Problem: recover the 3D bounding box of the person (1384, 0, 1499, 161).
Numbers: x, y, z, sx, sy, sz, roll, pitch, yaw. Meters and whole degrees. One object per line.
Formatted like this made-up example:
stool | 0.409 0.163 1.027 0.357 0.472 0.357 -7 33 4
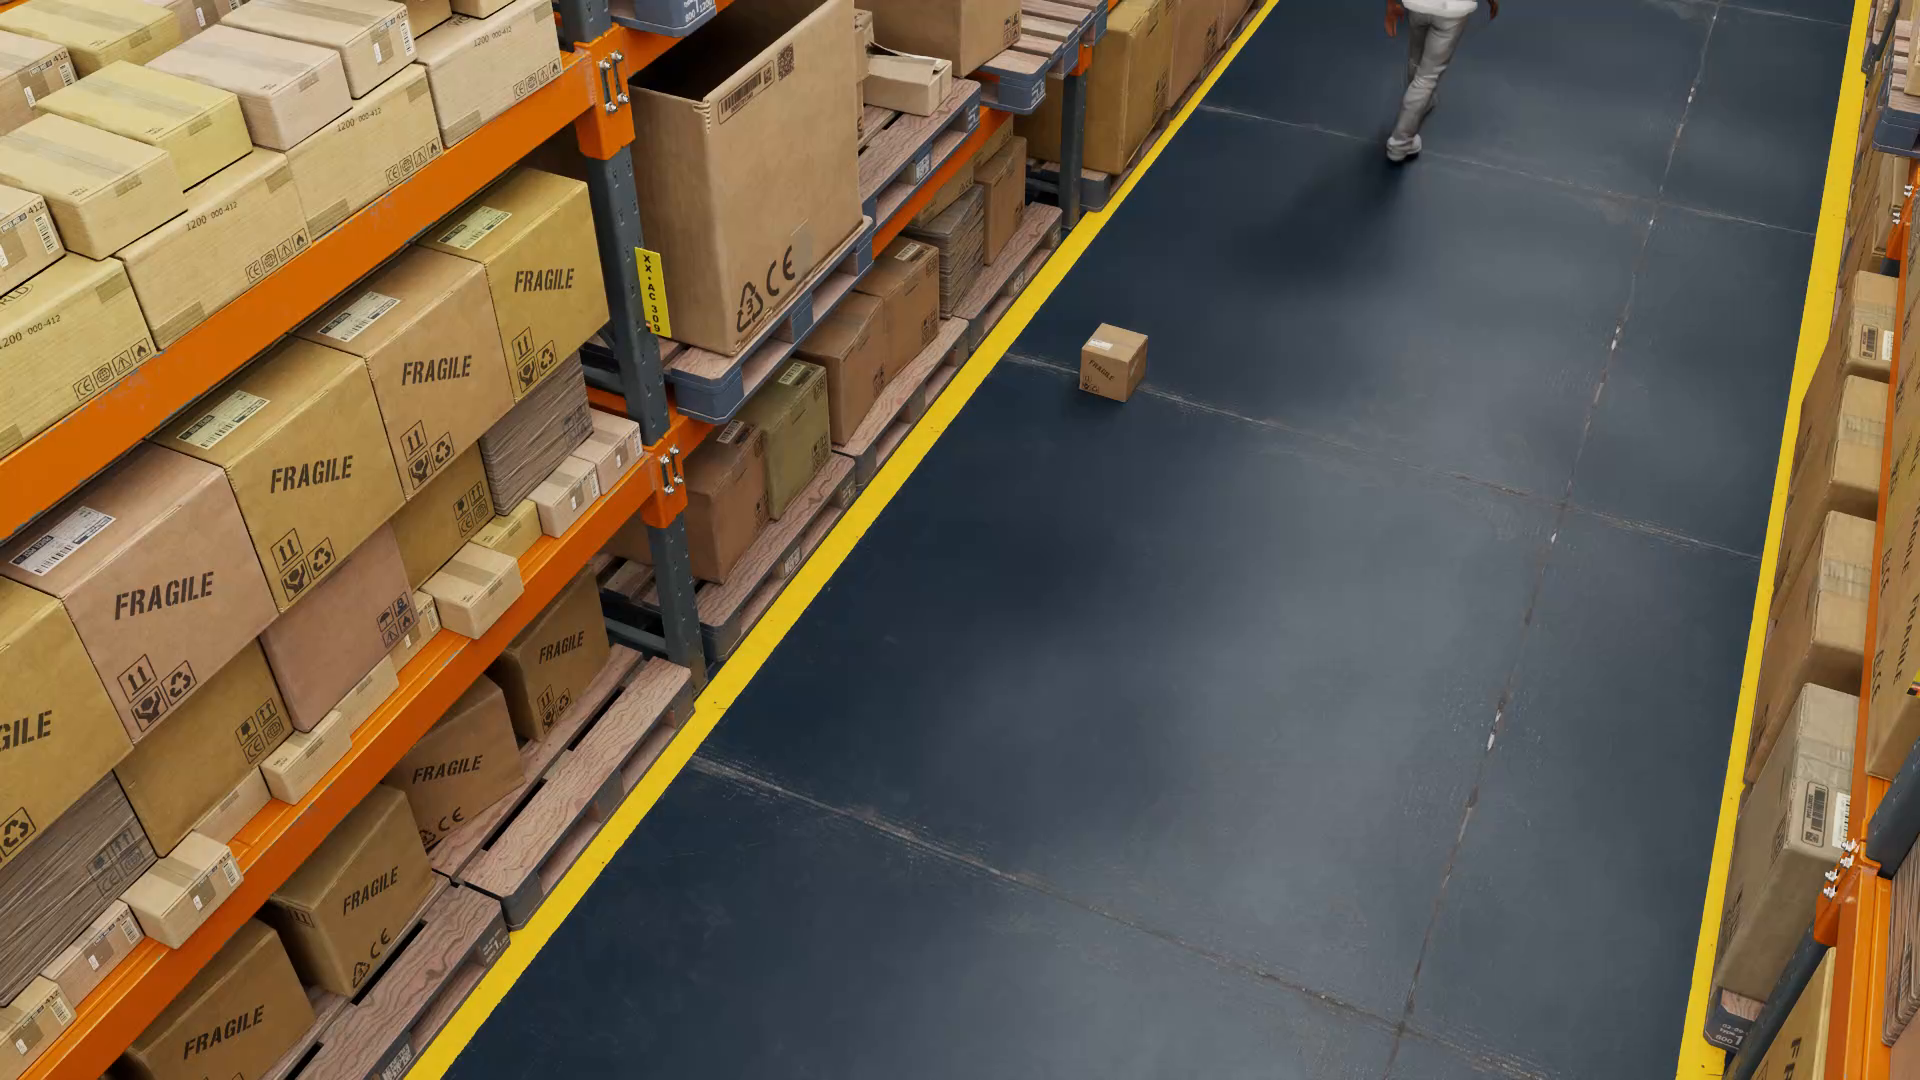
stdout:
person | 2.837 -3.147 9.644 0.567 1.725 0.936 29 49 29
